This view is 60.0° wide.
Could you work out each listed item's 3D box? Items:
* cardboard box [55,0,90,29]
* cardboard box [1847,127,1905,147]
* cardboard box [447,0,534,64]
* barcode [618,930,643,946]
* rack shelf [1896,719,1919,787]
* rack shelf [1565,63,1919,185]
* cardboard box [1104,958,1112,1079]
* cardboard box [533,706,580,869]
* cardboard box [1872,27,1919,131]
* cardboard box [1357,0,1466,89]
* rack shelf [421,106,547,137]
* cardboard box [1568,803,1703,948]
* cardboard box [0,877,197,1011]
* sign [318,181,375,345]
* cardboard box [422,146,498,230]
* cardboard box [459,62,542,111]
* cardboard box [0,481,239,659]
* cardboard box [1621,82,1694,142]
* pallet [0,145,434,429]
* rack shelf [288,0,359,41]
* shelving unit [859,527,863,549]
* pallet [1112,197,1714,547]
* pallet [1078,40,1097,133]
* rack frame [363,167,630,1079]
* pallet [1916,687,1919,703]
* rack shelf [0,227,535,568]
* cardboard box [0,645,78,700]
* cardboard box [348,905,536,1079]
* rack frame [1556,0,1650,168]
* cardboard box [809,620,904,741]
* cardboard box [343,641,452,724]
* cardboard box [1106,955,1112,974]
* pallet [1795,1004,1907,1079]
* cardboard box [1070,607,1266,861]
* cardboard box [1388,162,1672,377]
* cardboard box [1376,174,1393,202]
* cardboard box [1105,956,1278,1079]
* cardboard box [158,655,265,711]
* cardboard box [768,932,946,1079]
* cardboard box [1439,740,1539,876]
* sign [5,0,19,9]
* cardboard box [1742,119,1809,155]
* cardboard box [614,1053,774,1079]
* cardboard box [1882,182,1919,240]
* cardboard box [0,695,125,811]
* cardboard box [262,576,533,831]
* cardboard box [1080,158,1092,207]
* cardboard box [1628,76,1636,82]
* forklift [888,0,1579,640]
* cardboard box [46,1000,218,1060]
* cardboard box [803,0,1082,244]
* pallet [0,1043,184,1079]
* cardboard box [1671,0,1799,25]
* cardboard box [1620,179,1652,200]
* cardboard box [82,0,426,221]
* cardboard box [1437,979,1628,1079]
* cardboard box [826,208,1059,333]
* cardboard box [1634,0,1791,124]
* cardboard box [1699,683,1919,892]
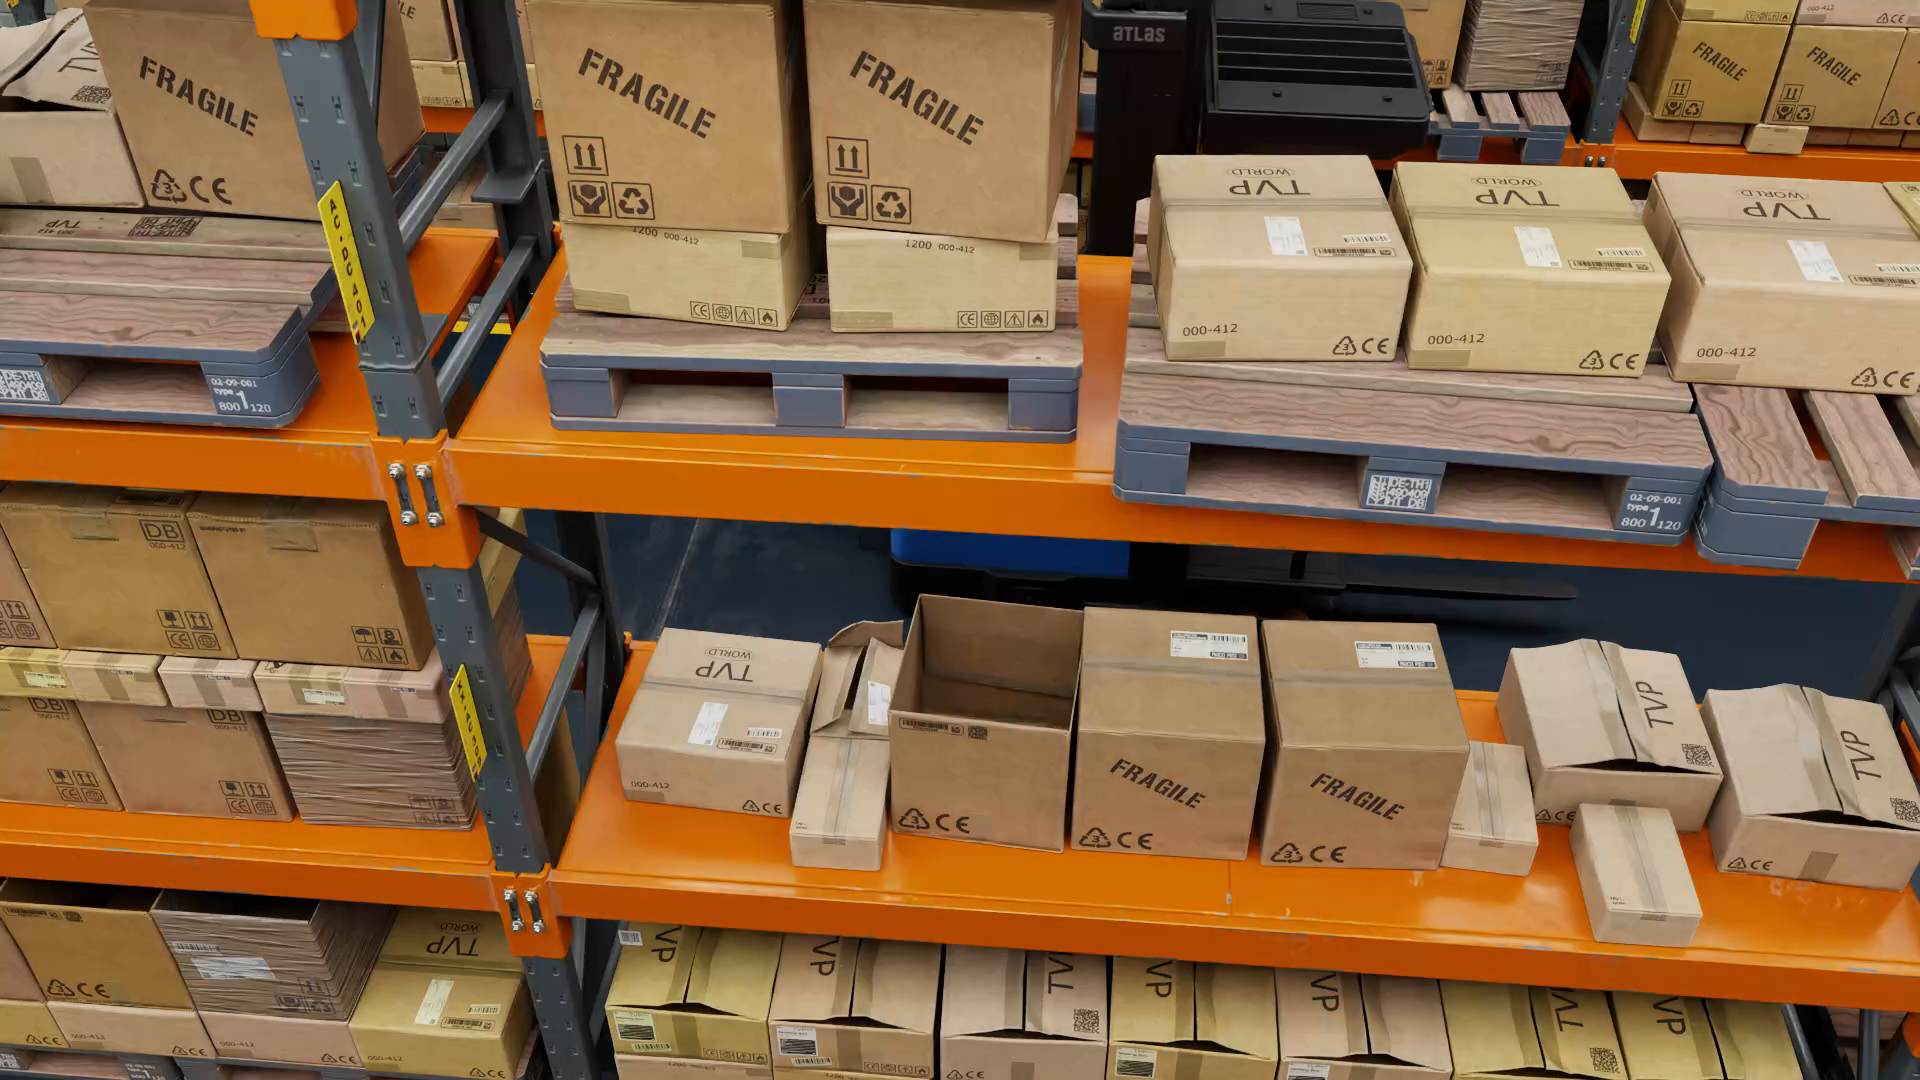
[{"bbox_3d":[-4.313,-2.875,8.585,0.500,0.500,0.500,3,39,4],"label":"cardboard box"},{"bbox_3d":[4.544,-2.128,8.342,0.250,0.149,0.380,4,39,5],"label":"cardboard box"},{"bbox_3d":[-2.274,-2.761,8.445,0.500,0.500,0.500,2,39,3],"label":"cardboard box"},{"bbox_3d":[-0.983,1.187,4.958,0.075,0.075,0.001,3,39,4],"label":"barcode"},{"bbox_3d":[4.777,1.090,4.775,4.000,0.370,1.077,3,39,4],"label":"rack shelf"},{"bbox_3d":[5.200,-2.025,8.603,4.000,0.370,1.077,3,39,4],"label":"rack shelf"},{"bbox_3d":[0.712,1.649,5.364,0.500,0.250,0.500,4,39,5],"label":"cardboard box"},{"bbox_3d":[-1.636,0.875,5.721,0.500,0.500,0.500,3,39,4],"label":"cardboard box"},{"bbox_3d":[4.685,-2.326,8.071,0.500,0.500,0.500,3,39,4],"label":"cardboard box"},{"bbox_3d":[2.180,-2.656,8.379,0.500,0.500,0.700,0,39,0],"label":"cardboard box"},{"bbox_3d":[-2.770,-2.461,9.138,4.000,0.370,1.077,3,39,4],"label":"rack shelf"},{"bbox_3d":[1.864,0.925,4.608,0.250,0.149,0.380,3,39,4],"label":"cardboard box"},{"bbox_3d":[-2.677,1.150,5.383,0.500,0.500,0.500,3,39,4],"label":"cardboard box"},{"bbox_3d":[-1.247,-0.561,3.385,0.005,0.325,0.100,3,39,4],"label":"sign"},{"bbox_3d":[-2.786,-1.854,9.453,0.500,0.500,0.700,1,39,1],"label":"cardboard box"},{"bbox_3d":[-2.273,-2.466,8.677,0.500,0.250,0.500,3,39,4],"label":"cardboard box"},{"bbox_3d":[-2.147,-0.104,4.566,0.500,0.500,0.700,3,39,4],"label":"cardboard box"},{"bbox_3d":[3.516,-2.160,8.381,0.250,0.149,0.380,3,39,3],"label":"cardboard box"},{"bbox_3d":[-2.053,-0.675,4.067,1.213,0.211,1.003,3,39,4],"label":"pallet"},{"bbox_3d":[0.792,-1.299,3.275,4.000,0.370,1.077,3,39,4],"label":"rack shelf"},{"bbox_3d":[-0.368,-0.490,7.573,0.189,1.200,0.258,4,39,5],"label":"shelving unit"},{"bbox_3d":[0.986,-0.428,3.843,1.213,0.211,1.003,5,39,6],"label":"pallet"},{"bbox_3d":[1.232,-2.421,8.671,1.213,0.211,1.003,3,39,4],"label":"pallet"},{"bbox_3d":[-1.201,0.484,4.949,0.127,3.000,1.000,3,39,4],"label":"rack frame"},{"bbox_3d":[3.465,0.769,4.751,1.003,0.211,1.213,3,39,4],"label":"pallet"},{"bbox_3d":[-3.194,-0.509,4.363,4.000,0.370,1.077,3,39,4],"label":"rack shelf"},{"bbox_3d":[-2.504,0.257,4.635,0.250,0.149,0.380,3,39,4],"label":"cardboard box"},{"bbox_3d":[-1.682,1.500,5.547,0.500,0.250,0.500,3,39,4],"label":"cardboard box"},{"bbox_3d":[3.208,-2.413,8.509,0.127,3.000,1.000,3,39,4],"label":"rack frame"},{"bbox_3d":[-0.309,0.469,5.075,0.258,0.266,0.396,2,39,3],"label":"cardboard box"},{"bbox_3d":[-1.490,0.314,4.566,0.250,0.149,0.380,3,39,4],"label":"cardboard box"},{"bbox_3d":[0.757,1.313,5.777,0.500,0.250,0.500,4,39,5],"label":"cardboard box"},{"bbox_3d":[3.525,1.848,5.483,1.213,0.211,1.003,3,39,4],"label":"pallet"},{"bbox_3d":[0.587,0.554,4.785,0.500,0.500,0.500,3,39,4],"label":"cardboard box"},{"bbox_3d":[1.234,-0.611,3.704,0.500,0.250,0.500,2,39,3],"label":"cardboard box"},{"bbox_3d":[2.486,-1.621,9.167,0.500,0.500,0.700,4,39,4],"label":"cardboard box"},{"bbox_3d":[0.721,1.433,5.186,0.500,0.311,0.500,4,39,5],"label":"cardboard box"},{"bbox_3d":[-1.998,0.287,4.599,0.250,0.149,0.380,2,39,3],"label":"cardboard box"},{"bbox_3d":[-0.313,1.380,5.250,0.500,0.311,0.500,3,39,3],"label":"cardboard box"},{"bbox_3d":[1.509,0.766,4.803,0.250,0.149,0.380,6,40,7],"label":"cardboard box"},{"bbox_3d":[-4.809,-2.844,8.352,0.005,0.325,0.100,3,39,4],"label":"sign"},{"bbox_3d":[4.024,-2.073,8.275,0.250,0.149,0.380,4,39,5],"label":"cardboard box"},{"bbox_3d":[-0.821,1.566,5.466,0.500,0.250,0.500,2,39,3],"label":"cardboard box"},{"bbox_3d":[2.327,-0.555,3.636,0.500,0.250,0.500,0,39,1],"label":"cardboard box"},{"bbox_3d":[-2.669,0.371,5.009,0.500,0.500,0.700,4,39,5],"label":"cardboard box"},{"bbox_3d":[-1.644,0.425,4.942,0.500,0.500,0.700,2,39,3],"label":"cardboard box"},{"bbox_3d":[0.915,-2.046,9.095,0.500,0.250,0.500,2,39,3],"label":"cardboard box"},{"bbox_3d":[3.554,-2.467,8.758,0.250,0.149,0.380,4,39,5],"label":"cardboard box"},{"bbox_3d":[1.233,-1.024,6.857,3.031,2.935,1.130,4,39,5],"label":"forklift"},{"bbox_3d":[-2.679,1.449,5.610,0.500,0.250,0.500,3,39,4],"label":"cardboard box"},{"bbox_3d":[-0.021,-1.000,3.588,0.500,0.500,0.500,7,40,8],"label":"cardboard box"},{"bbox_3d":[-3.208,1.431,5.995,1.213,0.211,1.003,3,39,4],"label":"pallet"},{"bbox_3d":[3.667,-2.678,7.909,0.500,0.250,0.500,4,39,5],"label":"cardboard box"},{"bbox_3d":[3.929,-1.620,8.905,0.750,0.750,0.750,3,39,3],"label":"cardboard box"},{"bbox_3d":[-1.680,-1.128,4.031,0.500,0.500,0.500,6,40,8],"label":"cardboard box"},{"bbox_3d":[1.723,1.490,5.114,0.500,0.311,0.500,3,39,3],"label":"cardboard box"},{"bbox_3d":[-0.041,-0.716,3.834,0.500,0.250,0.500,0,39,-1],"label":"cardboard box"},{"bbox_3d":[3.670,-2.388,8.147,0.500,0.500,0.500,4,39,5],"label":"cardboard box"},{"bbox_3d":[2.425,0.690,4.768,0.500,0.311,0.500,5,39,7],"label":"cardboard box"}]
